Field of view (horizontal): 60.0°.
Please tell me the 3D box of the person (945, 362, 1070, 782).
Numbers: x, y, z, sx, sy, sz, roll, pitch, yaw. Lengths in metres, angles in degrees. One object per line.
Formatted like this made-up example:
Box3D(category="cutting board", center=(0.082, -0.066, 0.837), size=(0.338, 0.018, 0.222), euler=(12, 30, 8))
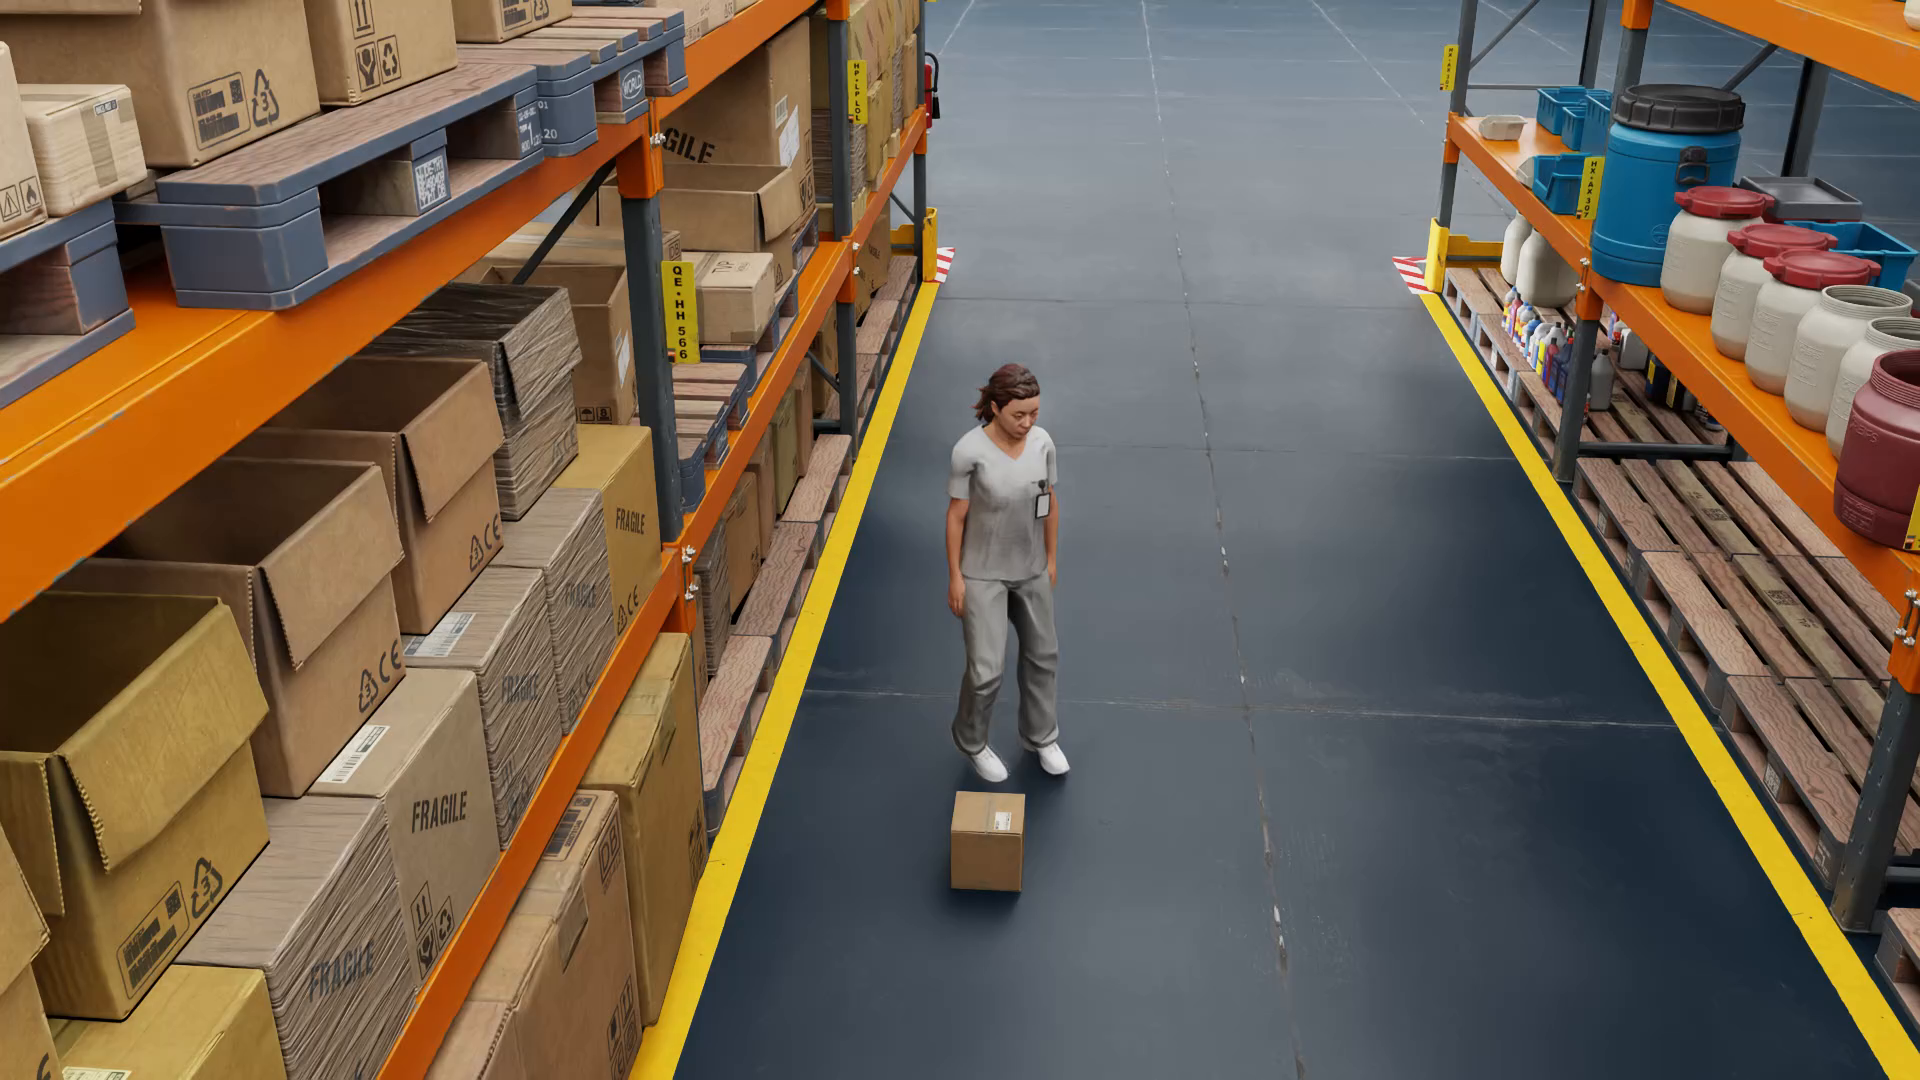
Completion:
Box3D(category="person", center=(0.177, 0.133, 6.257), size=(0.481, 1.675, 0.399), euler=(-11, 27, -23))
